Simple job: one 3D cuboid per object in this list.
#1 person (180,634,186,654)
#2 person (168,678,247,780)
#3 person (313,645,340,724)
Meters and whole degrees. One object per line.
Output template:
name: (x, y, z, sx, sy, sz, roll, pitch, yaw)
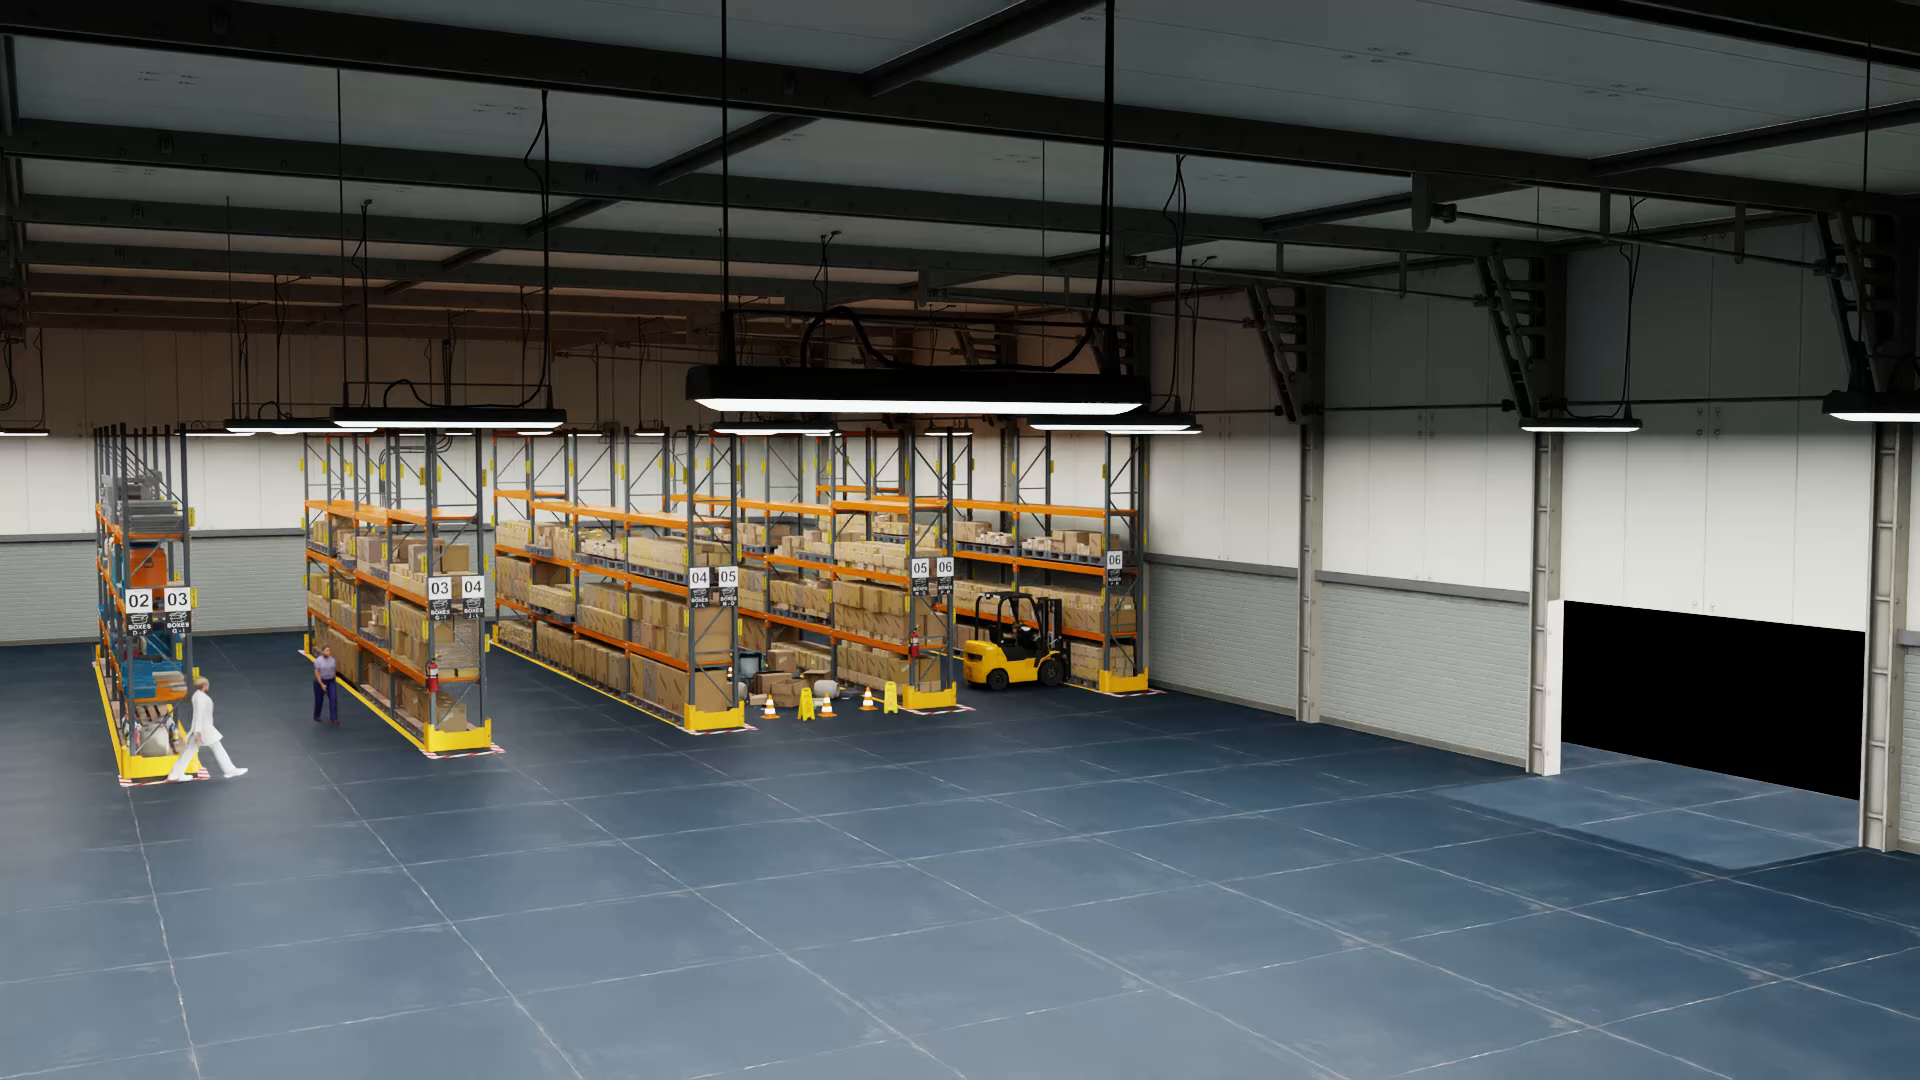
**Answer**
person: (-19.249, 2.411, 40.887, 0.562, 1.621, 1.058, -3, 4, -38)
person: (-12.668, 3.161, 27.901, 1.169, 1.709, 0.640, -3, 5, -44)
person: (-12.716, 2.892, 33.387, 0.481, 1.585, 0.984, -3, 5, -41)
